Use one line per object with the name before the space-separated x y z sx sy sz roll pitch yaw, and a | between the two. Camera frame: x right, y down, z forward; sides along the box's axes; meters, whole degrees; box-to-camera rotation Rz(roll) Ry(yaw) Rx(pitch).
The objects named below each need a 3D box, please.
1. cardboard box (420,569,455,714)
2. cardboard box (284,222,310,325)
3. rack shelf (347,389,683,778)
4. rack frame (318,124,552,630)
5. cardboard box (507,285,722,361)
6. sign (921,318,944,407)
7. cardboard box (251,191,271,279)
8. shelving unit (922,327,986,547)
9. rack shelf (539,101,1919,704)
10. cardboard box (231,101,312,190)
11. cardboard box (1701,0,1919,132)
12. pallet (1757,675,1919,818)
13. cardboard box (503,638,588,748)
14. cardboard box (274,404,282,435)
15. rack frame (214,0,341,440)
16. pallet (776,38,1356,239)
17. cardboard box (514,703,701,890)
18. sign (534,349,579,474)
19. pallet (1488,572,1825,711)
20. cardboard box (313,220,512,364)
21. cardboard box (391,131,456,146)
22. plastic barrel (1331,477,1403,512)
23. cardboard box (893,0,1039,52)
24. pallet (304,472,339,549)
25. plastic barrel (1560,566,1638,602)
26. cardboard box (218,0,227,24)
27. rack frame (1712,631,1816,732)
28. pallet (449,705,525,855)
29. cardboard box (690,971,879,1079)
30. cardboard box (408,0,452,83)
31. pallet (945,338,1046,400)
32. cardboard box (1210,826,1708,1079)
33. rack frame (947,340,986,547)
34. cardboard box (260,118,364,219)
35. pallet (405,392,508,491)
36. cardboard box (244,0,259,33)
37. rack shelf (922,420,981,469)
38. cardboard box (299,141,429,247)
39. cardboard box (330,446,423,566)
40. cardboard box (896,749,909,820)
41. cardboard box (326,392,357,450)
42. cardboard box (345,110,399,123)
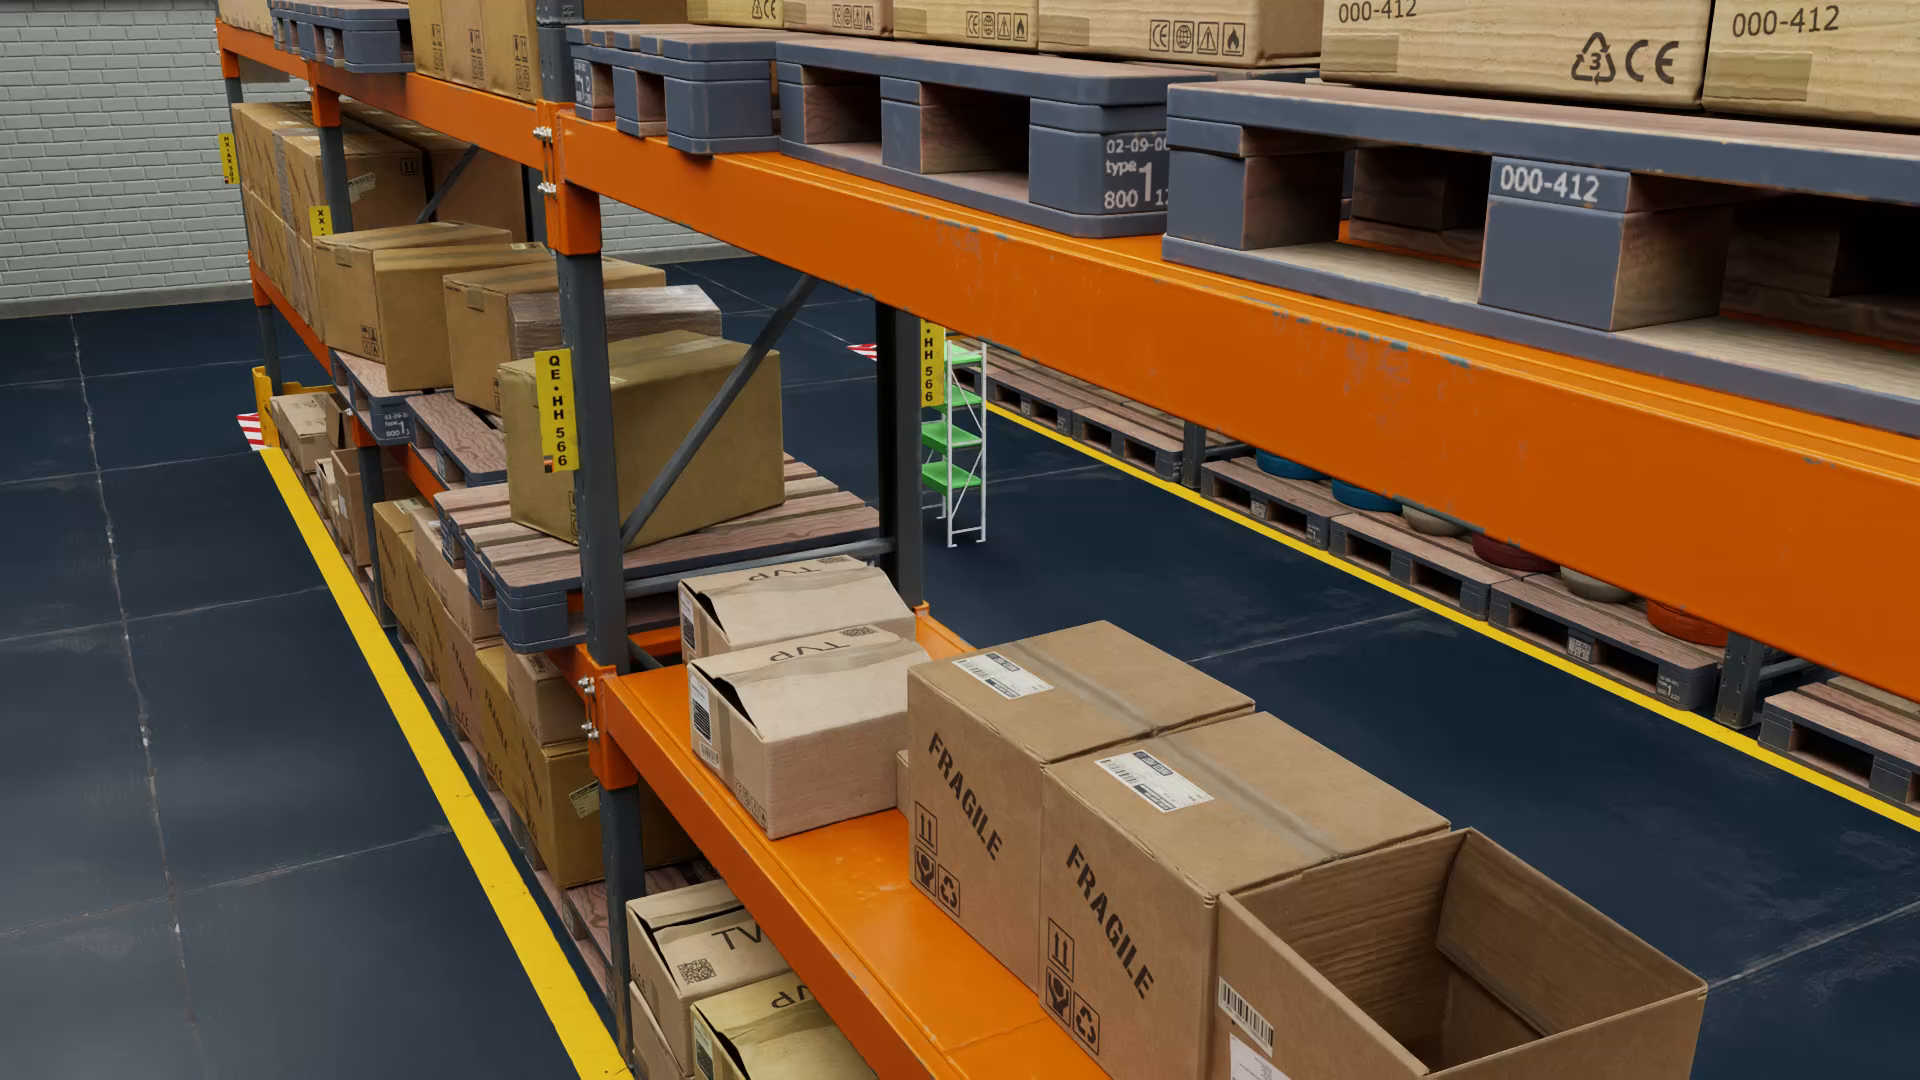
cardboard box | -1.969 0.384 7.076 0.500 0.500 0.500 -10 21 -26
cardboard box | -3.433 -1.508 9.249 0.500 0.500 0.500 -9 21 -25
rack shelf | -1.528 -0.148 6.564 1.077 0.370 4.000 -10 21 -27
rack frame | -2.478 -1.062 8.110 1.000 3.000 0.127 -10 21 -27
cardboard box | -1.243 -0.615 6.017 0.700 0.500 0.500 -6 20 -16
sign | -0.092 -0.548 4.845 0.100 0.325 0.005 -10 21 -27
cardboard box | -4.149 -1.942 10.507 0.500 0.500 0.500 -10 22 -27
shelving unit | -0.079 -0.615 9.573 0.258 1.200 0.503 -10 21 -27
rack shelf | 0.371 -0.417 2.747 1.077 0.370 4.000 -10 21 -27
cardboard box | -4.399 -2.562 10.771 0.500 0.500 0.500 -9 21 -25
cardboard box | 1.037 -0.489 1.438 0.500 0.250 0.500 -8 20 -21
pallet | 4.116 0.867 6.796 1.003 0.211 1.213 -10 21 -27
cardboard box | -1.260 0.458 5.714 0.500 0.250 0.500 -9 21 -25
cardboard box | -4.362 -0.834 11.118 0.380 0.166 0.250 -10 21 -27
rack frame | -4.377 -2.210 11.438 1.000 3.000 0.127 -10 21 -27
pallet | 0.356 -0.741 2.870 1.003 0.211 1.213 -9 21 -24
cardboard box | -1.229 0.828 5.791 0.500 0.500 0.500 -9 21 -25
sign | -1.052 -0.337 4.355 0.100 0.325 0.005 -10 21 -27
pallet | 3.371 0.419 8.095 1.003 0.211 1.213 -10 21 -27
cardboard box | -2.450 -1.137 7.531 0.500 0.500 0.700 16 25 39
cardboard box | -2.699 -1.909 8.878 0.500 0.500 0.500 -11 22 -28
plastic barrel | 2.463 -0.673 9.555 0.600 0.901 0.708 -10 21 -27
cardboard box | 0.213 -1.024 2.988 0.500 0.250 0.500 -10 22 -28
pallet | -3.387 -0.291 10.153 1.003 0.211 1.213 -10 21 -27
plastic barrel | 3.188 0.012 8.169 0.421 0.512 0.421 0 19 0
cardboard box | -4.357 -3.370 10.431 0.500 0.250 0.500 -10 21 -27
rack frame | 3.783 -0.680 7.003 1.000 3.000 0.127 -10 21 -27
pallet | -1.475 0.835 6.889 1.003 0.211 1.213 -10 21 -27
cardboard box | -0.331 1.268 4.070 0.500 0.311 0.500 -11 22 -28
cardboard box | -1.304 -1.794 5.481 0.910 0.500 0.500 -10 21 -27
pallet | 0.341 -1.415 13.409 1.003 0.211 1.213 -10 21 -27
cardboard box | 0.720 0.813 2.523 0.500 0.500 0.500 -8 21 -23
rack frame | 0.037 -0.545 9.370 0.240 1.200 0.015 -10 21 -27
cardboard box | -3.669 -2.123 9.499 0.500 0.500 0.500 -10 22 -27
pallet | -1.506 -0.380 6.429 1.003 0.211 1.213 -10 21 -27
cardboard box | -3.649 -2.939 9.181 0.500 0.250 0.500 -10 21 -27
rack shelf | -0.079 -0.554 9.594 0.258 0.148 0.480 -10 21 -27
cardboard box | -2.946 -1.687 8.235 0.500 0.500 0.500 -10 21 -26
cardboard box | -2.998 -0.208 8.793 0.500 0.500 0.500 -10 21 -27
cardboard box | 0.077 0.563 3.788 0.380 0.149 0.250 -8 21 -23
cardboard box | -3.375 -0.628 10.006 0.797 0.503 0.637 -10 21 -27
cardboard box | -3.433 -2.352 10.162 0.500 0.500 0.500 -9 21 -25
